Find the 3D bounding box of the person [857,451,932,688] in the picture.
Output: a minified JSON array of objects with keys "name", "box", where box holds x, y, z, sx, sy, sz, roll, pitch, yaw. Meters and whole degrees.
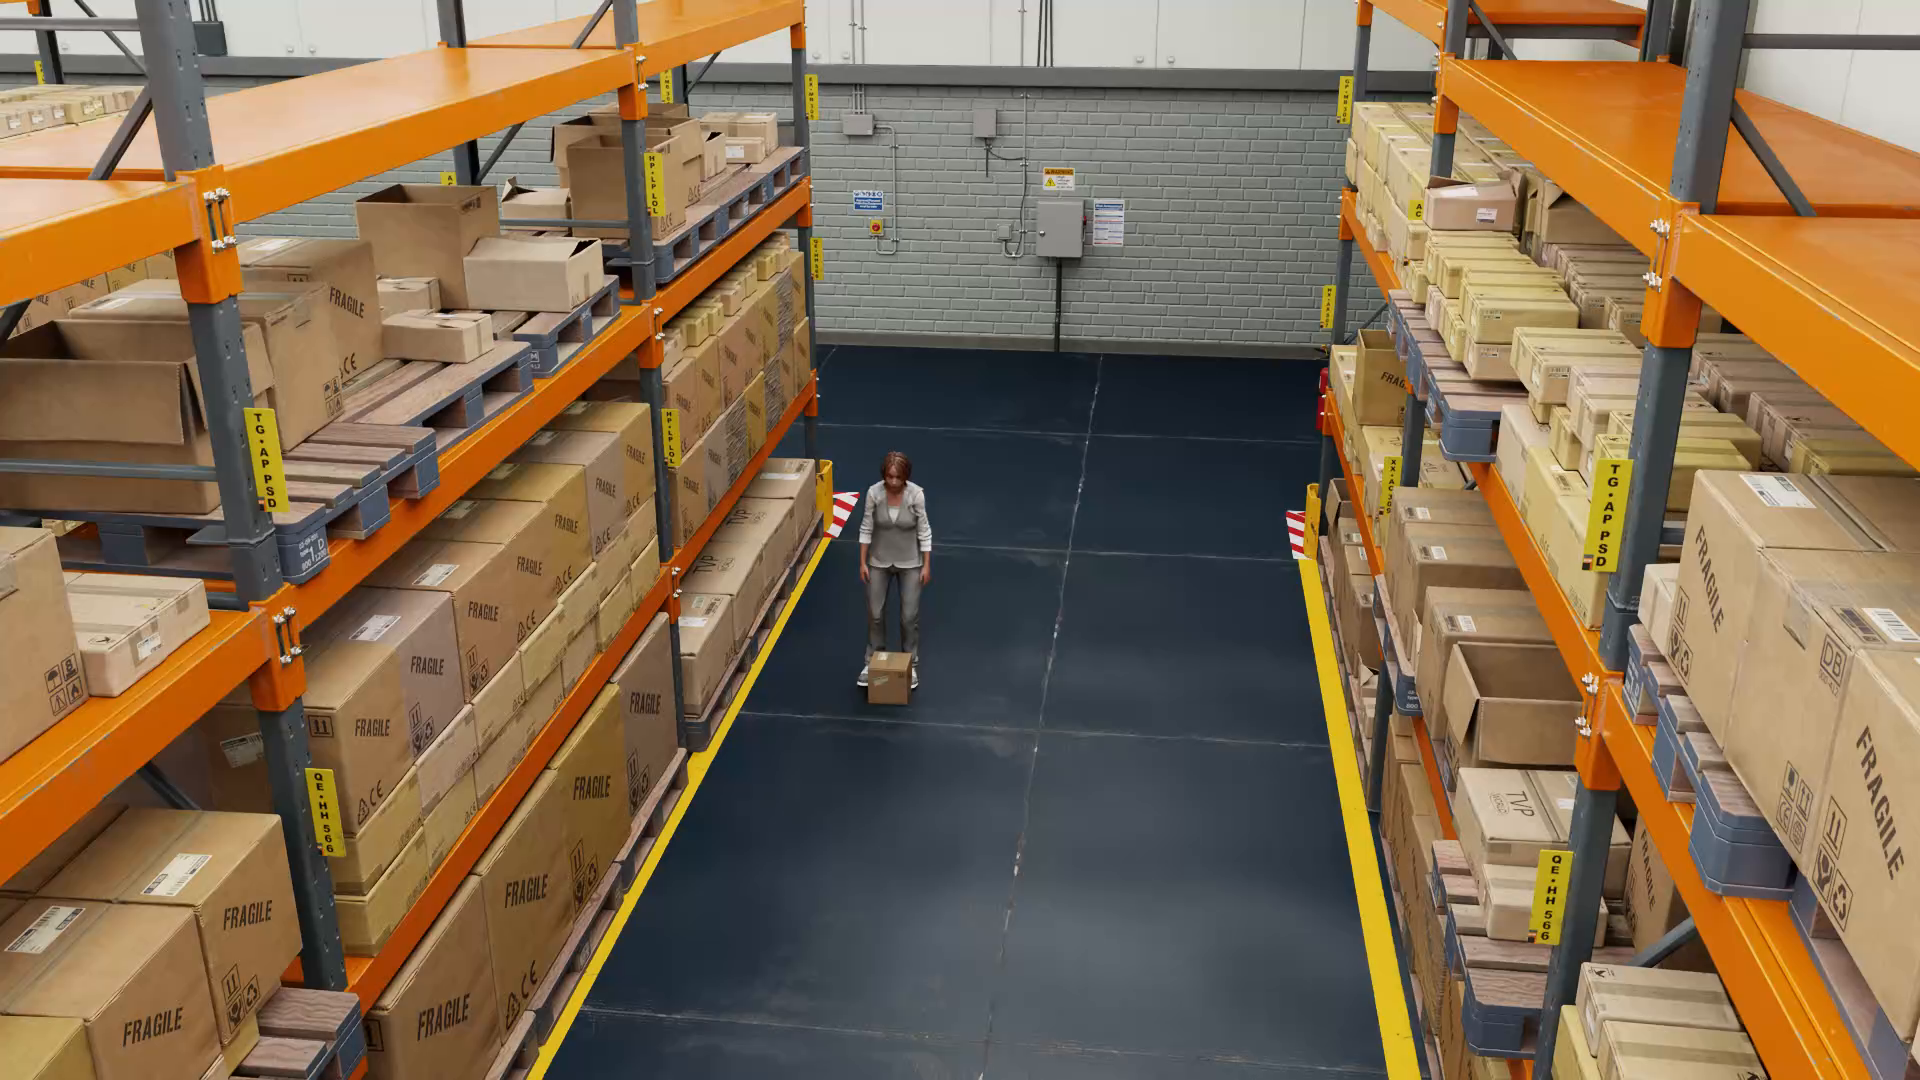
[{"name":"person","box":[-0.421,0.176,10.654,0.483,1.592,0.347,2,22,4]}]
